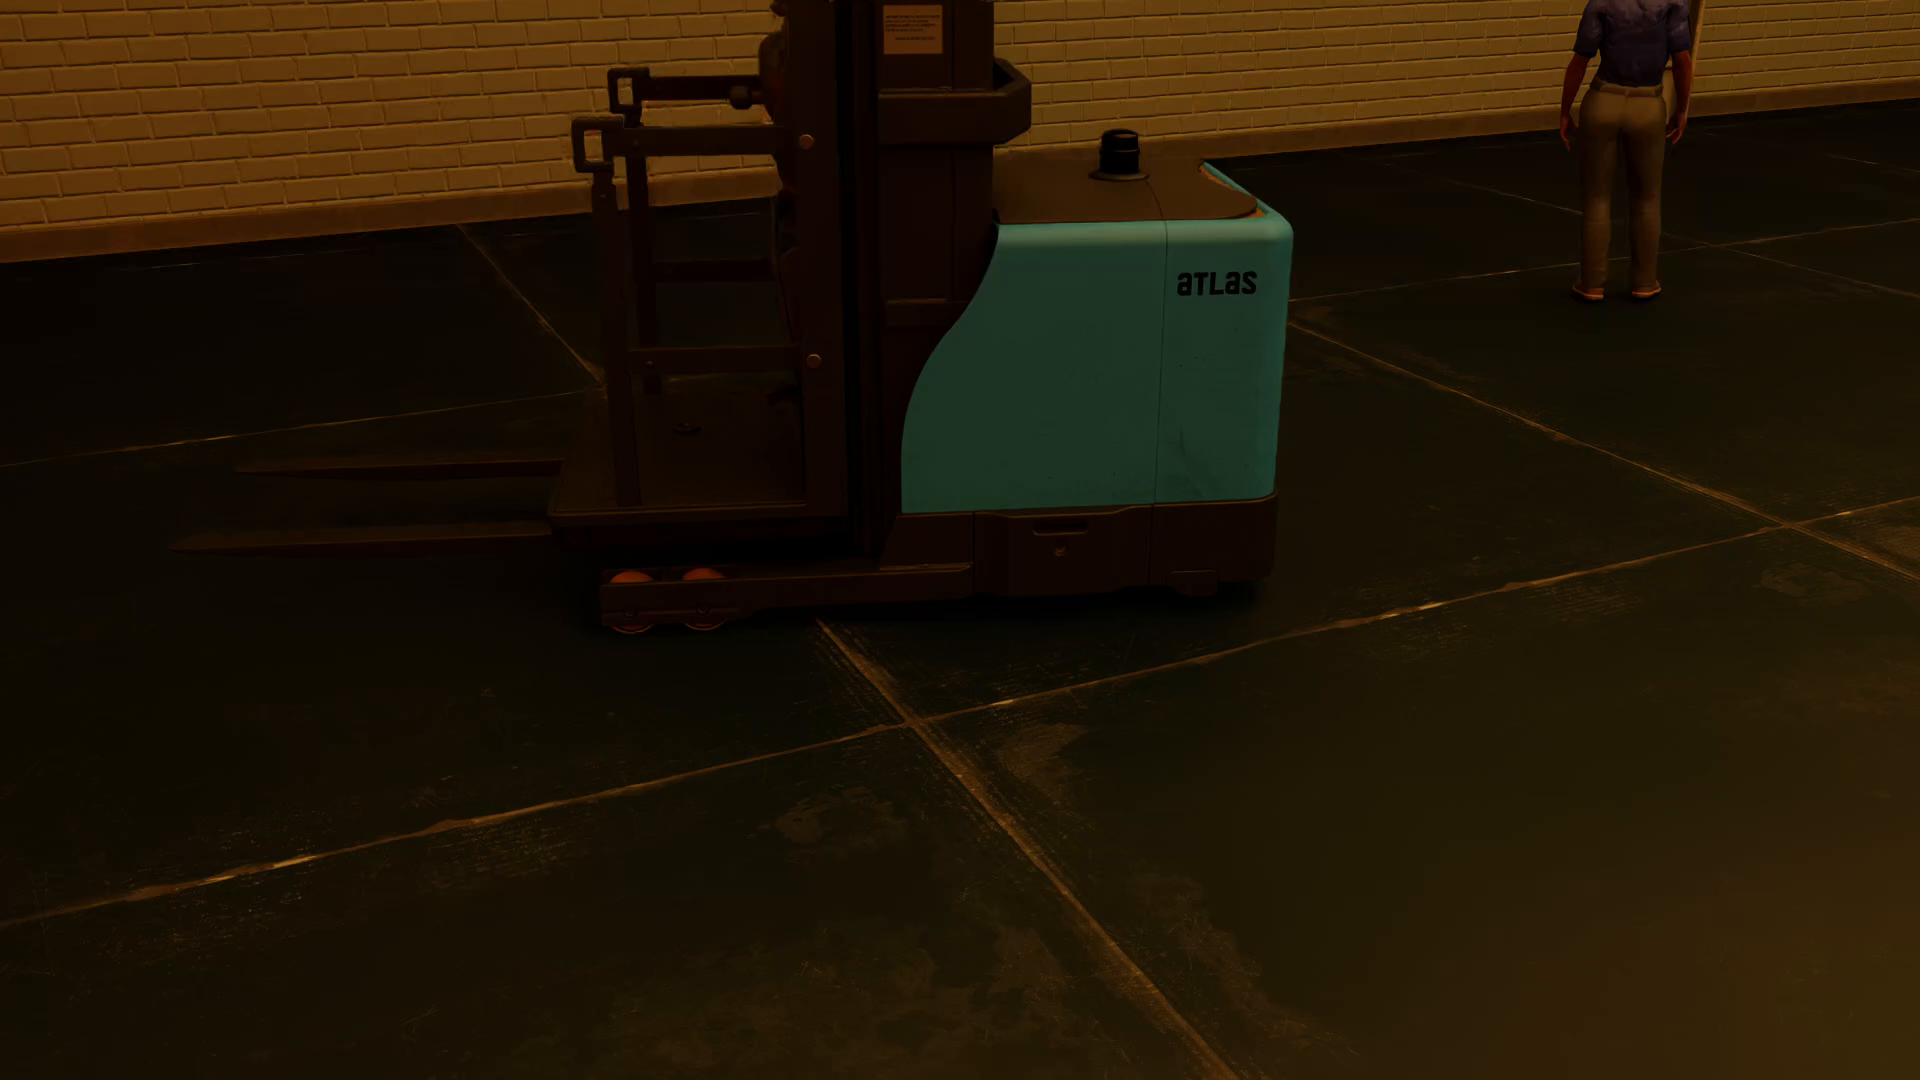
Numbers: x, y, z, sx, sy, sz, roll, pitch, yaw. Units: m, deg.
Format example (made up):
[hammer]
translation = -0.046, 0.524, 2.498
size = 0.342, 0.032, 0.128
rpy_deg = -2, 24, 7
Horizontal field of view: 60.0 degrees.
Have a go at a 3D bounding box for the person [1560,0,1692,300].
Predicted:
[person]
translation = 3.017, -1.917, 7.547
size = 0.570, 1.654, 0.504
rpy_deg = 7, 24, 16

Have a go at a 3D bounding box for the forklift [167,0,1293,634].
[forklift]
translation = -0.663, -1.313, 4.446
size = 3.031, 2.935, 1.130
rpy_deg = -2, 23, -6
